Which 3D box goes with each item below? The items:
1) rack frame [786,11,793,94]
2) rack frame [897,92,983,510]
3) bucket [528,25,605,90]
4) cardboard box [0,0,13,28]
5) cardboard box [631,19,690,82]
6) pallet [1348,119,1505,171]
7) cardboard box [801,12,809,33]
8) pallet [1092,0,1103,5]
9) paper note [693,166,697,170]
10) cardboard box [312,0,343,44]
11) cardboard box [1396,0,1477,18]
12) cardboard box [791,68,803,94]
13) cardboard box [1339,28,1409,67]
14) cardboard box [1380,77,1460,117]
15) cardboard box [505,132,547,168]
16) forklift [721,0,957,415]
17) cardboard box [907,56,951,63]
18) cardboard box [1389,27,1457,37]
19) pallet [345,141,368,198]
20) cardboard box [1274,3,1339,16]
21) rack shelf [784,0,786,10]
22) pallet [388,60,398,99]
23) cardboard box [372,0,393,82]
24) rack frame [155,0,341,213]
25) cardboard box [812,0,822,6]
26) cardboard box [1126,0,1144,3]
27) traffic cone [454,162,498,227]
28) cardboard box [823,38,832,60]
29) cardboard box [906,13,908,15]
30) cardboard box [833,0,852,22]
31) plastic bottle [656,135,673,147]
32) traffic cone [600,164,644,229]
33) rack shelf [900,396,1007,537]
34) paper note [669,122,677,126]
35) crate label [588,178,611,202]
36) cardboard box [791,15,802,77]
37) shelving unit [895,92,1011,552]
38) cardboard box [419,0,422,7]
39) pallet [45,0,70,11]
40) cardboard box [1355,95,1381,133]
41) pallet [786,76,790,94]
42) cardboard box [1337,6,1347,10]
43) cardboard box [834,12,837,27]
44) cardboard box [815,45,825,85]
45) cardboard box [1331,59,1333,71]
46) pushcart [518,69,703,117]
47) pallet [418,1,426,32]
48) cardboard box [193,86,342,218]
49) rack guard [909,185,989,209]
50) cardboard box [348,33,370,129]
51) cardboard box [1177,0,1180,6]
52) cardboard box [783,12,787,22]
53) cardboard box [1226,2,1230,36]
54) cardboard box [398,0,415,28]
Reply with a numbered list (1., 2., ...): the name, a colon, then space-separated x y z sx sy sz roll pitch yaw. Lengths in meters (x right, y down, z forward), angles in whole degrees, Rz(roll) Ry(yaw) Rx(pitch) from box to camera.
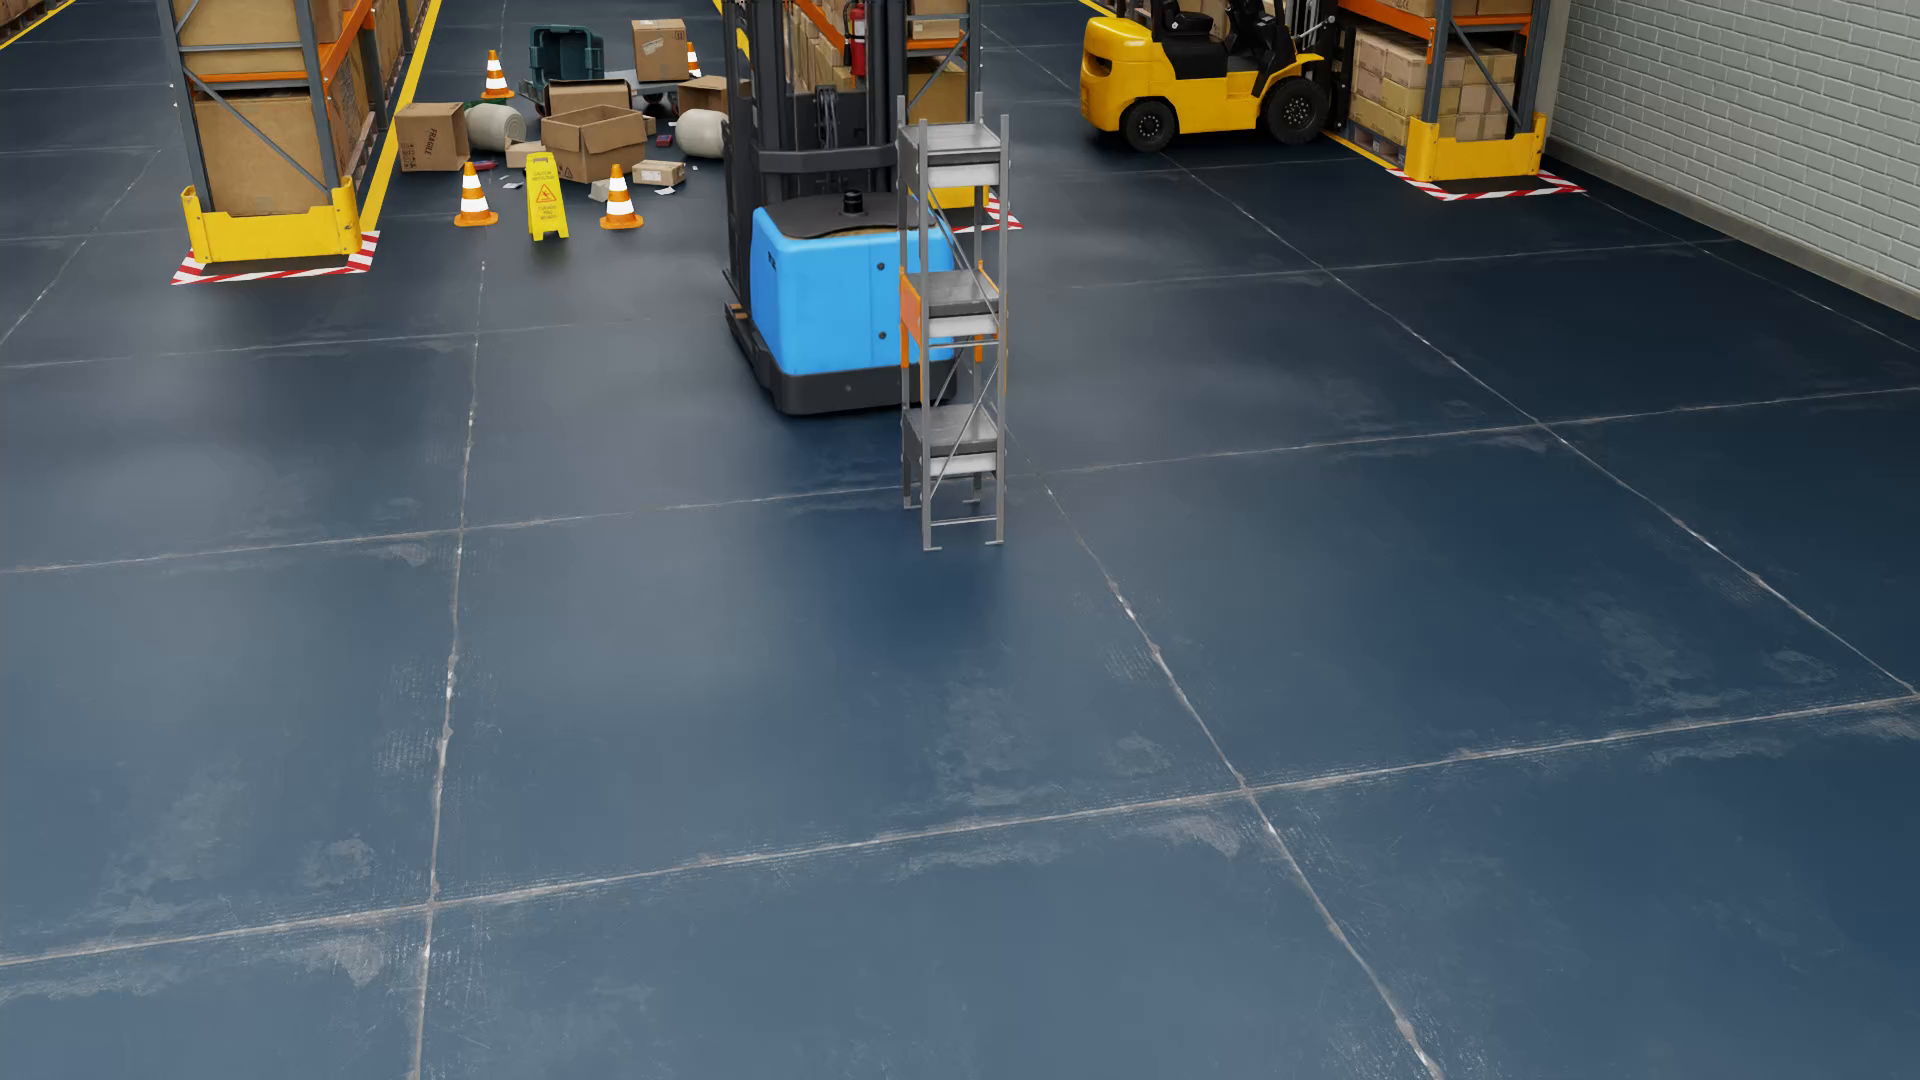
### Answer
1. rack frame: -1.241 -5.829 16.470 1.000 3.000 0.127 -6 27 -12
2. rack frame: -0.092 -1.117 8.133 0.400 2.100 0.015 -6 27 -12
3. bucket: -3.764 -4.674 16.127 0.726 0.611 0.620 3 17 6
4. cardboard box: -12.126 -6.515 19.720 1.225 0.875 0.875 -6 27 -11
5. cardboard box: -2.968 -4.857 16.478 0.500 0.500 0.500 -6 27 -12
6. pallet: 4.283 -3.665 15.278 1.003 0.211 1.213 -6 27 -12
7. cardboard box: -1.284 -4.841 15.545 0.380 0.149 0.250 -5 27 -10
8. pallet: 2.290 -7.712 23.295 1.003 0.211 1.213 -6 27 -12
9. paper note: -2.359 -3.314 14.805 0.032 0.001 0.123 -6 27 -12
10. cardboard box: -5.416 -4.249 13.173 0.875 0.550 0.550 -6 27 -12
11. cardboard box: 4.129 -4.813 14.345 0.500 0.500 0.500 -7 28 -13
12. cardboard box: -1.371 -4.503 16.427 0.500 0.250 0.500 -7 28 -14
13. cardboard box: 3.844 -4.600 15.510 0.500 0.250 0.500 -6 27 -11
14. cardboard box: 4.081 -3.944 14.765 0.500 0.250 0.500 -6 27 -12
15. cardboard box: -3.859 -3.494 14.878 0.396 0.266 0.258 -1 27 -3
16. forklift: -0.926 -2.668 10.283 1.130 2.935 3.031 -8 28 -15
17. cardboard box: -0.380 -3.989 14.578 0.500 0.500 0.500 -7 28 -14
18. cardboard box: 4.353 -4.655 15.619 0.500 0.250 0.500 -6 27 -12
19. pallet: -5.667 -3.159 14.274 1.003 0.211 1.213 -6 27 -12
20. cardboard box: 3.503 -5.271 16.841 0.500 0.250 0.500 -6 27 -12
21. rack shelf: -1.692 -6.386 18.371 1.077 0.370 4.000 -6 27 -12
22. pallet: -6.567 -4.905 17.733 1.003 0.211 1.213 -6 27 -12
23. cardboard box: -6.482 -5.152 17.160 1.050 0.750 0.750 -6 27 -12
24. rack frame: -5.139 -3.526 11.907 1.000 3.000 0.127 -6 27 -12
25. cardboard box: -1.119 -4.876 14.860 0.380 0.149 0.250 -6 27 -12
26. cardboard box: 2.388 -7.326 21.744 0.500 0.500 0.500 -5 27 -10
27. traffic cone: -3.876 -2.771 13.226 0.336 0.463 0.334 -6 27 -12
28. cardboard box: -0.976 -4.248 14.370 0.380 0.149 0.250 -5 27 -11
29. cardboard box: -0.285 -4.240 13.601 0.380 0.149 0.250 -6 27 -11
30. cardboard box: -0.730 -4.461 13.318 0.500 0.500 0.500 -6 27 -13
31. plastic bottle: -2.777 -3.760 15.632 0.133 0.061 0.283 -1 27 -3
32. traffic cone: -2.698 -2.736 13.158 0.336 0.463 0.334 -6 27 -12
33. rack shelf: -0.037 -0.373 8.242 0.431 0.518 0.480 -6 27 -12
34. paper note: -2.784 -4.098 16.335 0.148 0.019 0.142 -6 27 -12
35. crate label: -2.936 -2.930 13.902 0.250 0.136 0.298 -23 35 -38
36. cardboard box: -1.371 -4.837 16.258 0.500 0.500 0.500 -5 27 -9
37. shelving unit: -0.037 -1.010 7.921 0.431 2.100 0.503 -6 27 -12
38. cardboard box: -7.205 -7.115 21.326 0.500 0.500 0.500 -7 28 -13
39. pallet: -12.794 -7.432 22.740 1.003 0.211 1.213 -6 27 -12
40. cardboard box: 3.979 -3.932 15.297 0.500 0.250 0.500 -6 27 -12
41. pallet: -1.418 -4.926 17.775 1.003 0.211 1.213 -6 27 -12
42. cardboard box: 4.023 -5.324 16.945 0.500 0.250 0.500 -6 27 -12
43. cardboard box: -0.834 -4.318 13.755 0.380 0.149 0.250 -6 27 -12
44. cardboard box: -1.002 -4.144 14.885 0.500 0.500 0.500 -7 28 -13
45. cardboard box: 3.733 -4.610 16.084 0.500 0.250 0.500 -6 27 -12
46. pushcart: -3.451 -4.405 16.558 1.648 0.377 0.936 -16 31 -29
47. pallet: -7.388 -6.671 21.232 1.003 0.211 1.213 -6 27 -12
48. cardboard box: -5.357 -3.056 12.868 0.875 0.875 0.875 -6 27 -11
49. rack guard: -0.357 -2.990 13.620 1.175 0.500 0.348 -6 27 -12
50. cardboard box: -5.967 -4.238 15.209 0.875 0.875 0.875 -6 27 -11
51. cardboard box: 2.975 -6.657 20.279 0.875 0.625 0.625 -5 27 -10
52. cardboard box: -1.685 -5.694 18.652 0.950 0.372 0.625 -5 27 -10
53. cardboard box: 3.466 -5.690 18.364 0.875 0.625 0.625 -5 27 -9
54. cardboard box: -6.853 -6.446 20.000 0.500 0.500 0.500 -7 28 -14
